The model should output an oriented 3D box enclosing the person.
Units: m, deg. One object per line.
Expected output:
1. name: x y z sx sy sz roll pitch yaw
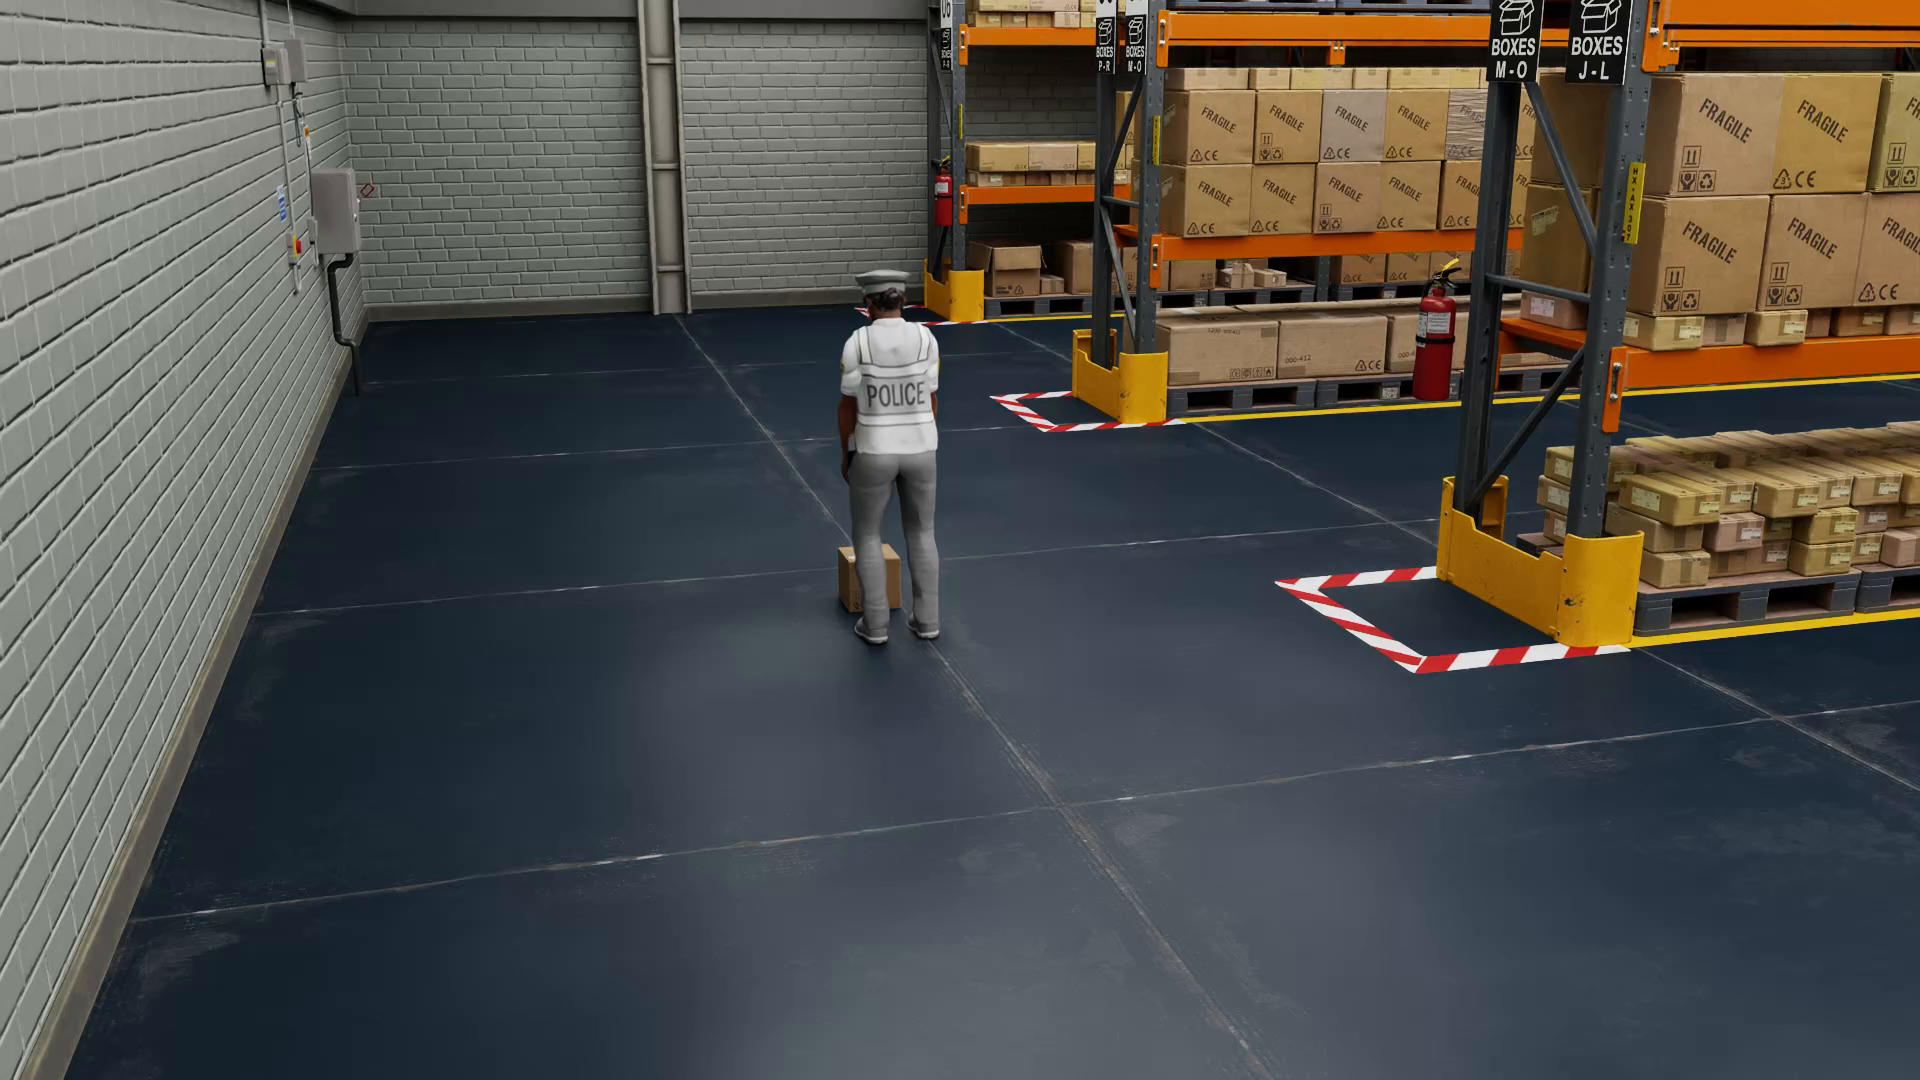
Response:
1. person: -0.314 -0.356 7.312 0.444 1.648 0.366 -4 17 -14
